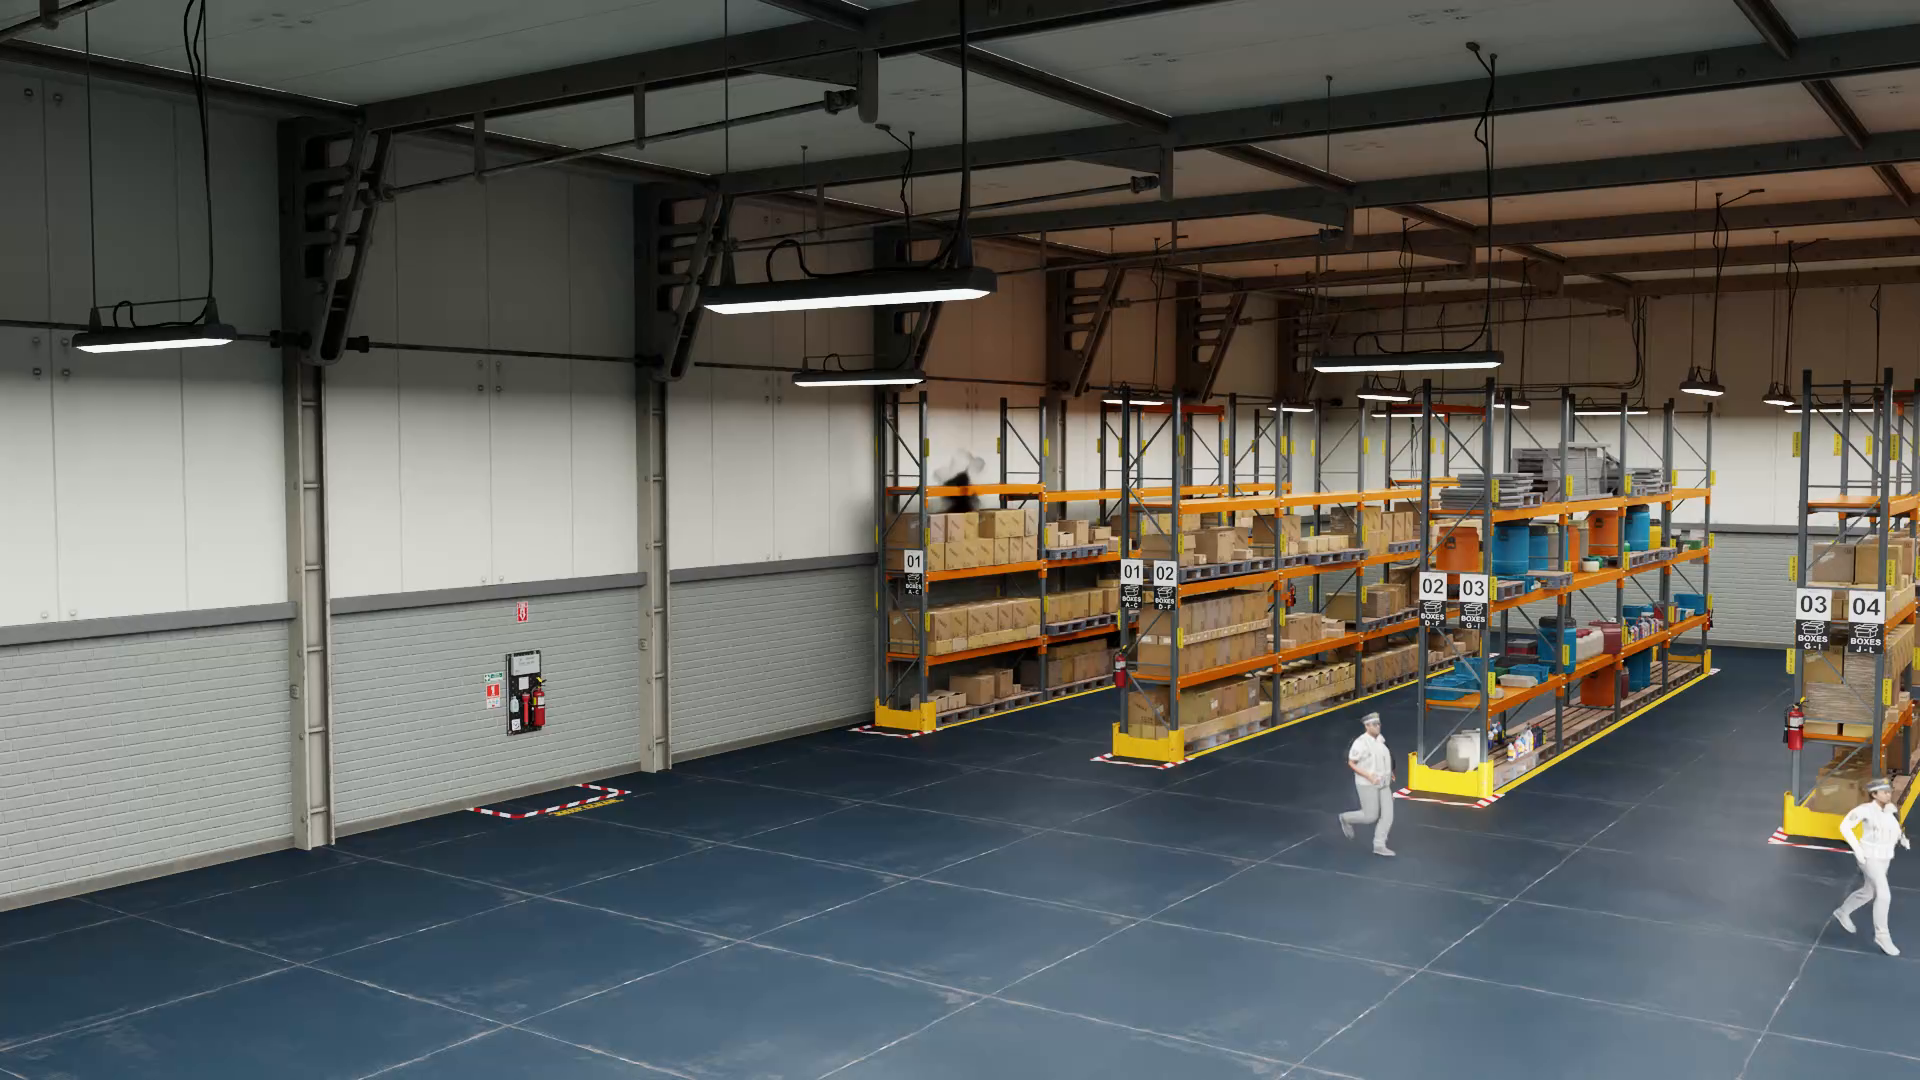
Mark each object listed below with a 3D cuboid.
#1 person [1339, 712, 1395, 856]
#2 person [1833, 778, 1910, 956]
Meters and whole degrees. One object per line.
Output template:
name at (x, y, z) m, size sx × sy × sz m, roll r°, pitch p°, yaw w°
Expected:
person at (5.083, 2.988, 20.538) m, size 0.663 × 1.746 × 0.798 m, roll -2°, pitch 4°, yaw -34°
person at (9.185, 3.222, 16.762) m, size 0.611 × 1.727 × 0.813 m, roll -1°, pitch 3°, yaw -24°
